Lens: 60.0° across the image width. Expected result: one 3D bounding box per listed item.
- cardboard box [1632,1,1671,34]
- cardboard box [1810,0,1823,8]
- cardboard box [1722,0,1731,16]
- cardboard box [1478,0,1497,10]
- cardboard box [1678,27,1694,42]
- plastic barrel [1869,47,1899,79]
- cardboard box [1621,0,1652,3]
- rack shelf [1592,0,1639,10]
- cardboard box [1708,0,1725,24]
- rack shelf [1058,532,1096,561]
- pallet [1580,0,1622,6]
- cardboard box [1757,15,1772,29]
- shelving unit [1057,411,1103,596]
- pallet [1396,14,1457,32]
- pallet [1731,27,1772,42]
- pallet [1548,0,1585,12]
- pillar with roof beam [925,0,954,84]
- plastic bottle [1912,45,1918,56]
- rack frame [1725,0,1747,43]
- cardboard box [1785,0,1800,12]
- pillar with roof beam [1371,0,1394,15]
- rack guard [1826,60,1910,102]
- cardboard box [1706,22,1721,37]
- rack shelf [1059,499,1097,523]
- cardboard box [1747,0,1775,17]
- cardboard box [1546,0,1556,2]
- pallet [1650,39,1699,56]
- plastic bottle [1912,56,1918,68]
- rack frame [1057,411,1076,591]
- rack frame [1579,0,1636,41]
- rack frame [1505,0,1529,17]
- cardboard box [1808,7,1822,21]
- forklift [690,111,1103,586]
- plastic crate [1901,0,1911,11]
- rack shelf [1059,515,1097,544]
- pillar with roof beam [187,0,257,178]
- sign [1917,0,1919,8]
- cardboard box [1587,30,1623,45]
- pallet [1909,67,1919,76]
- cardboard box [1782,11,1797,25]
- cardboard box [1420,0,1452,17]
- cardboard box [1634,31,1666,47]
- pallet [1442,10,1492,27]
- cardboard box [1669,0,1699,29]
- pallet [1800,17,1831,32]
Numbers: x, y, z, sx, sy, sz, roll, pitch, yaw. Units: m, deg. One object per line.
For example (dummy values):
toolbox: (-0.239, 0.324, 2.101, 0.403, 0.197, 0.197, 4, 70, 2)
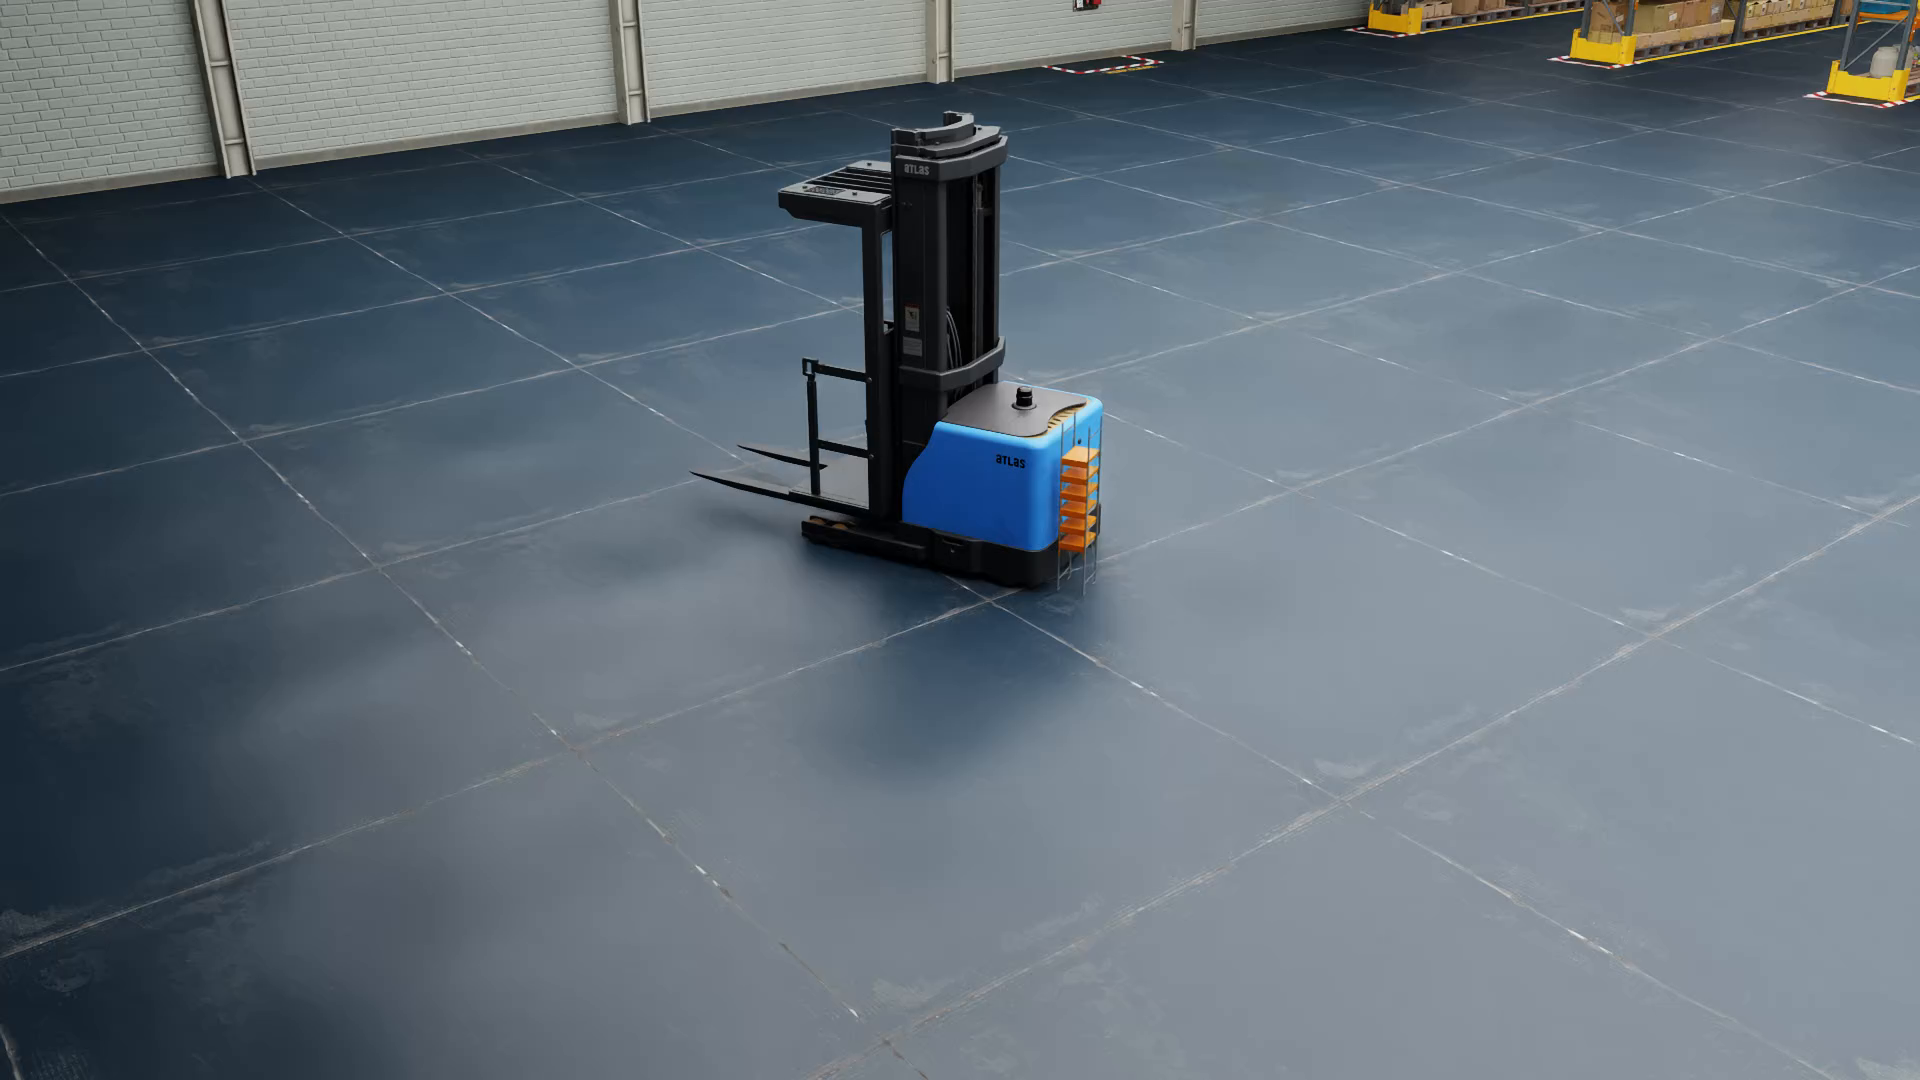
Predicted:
cardboard box: (13.088, -9.925, 31.575, 0.500, 0.500, 0.500, -18, 31, -34)
cardboard box: (17.766, -11.366, 34.906, 0.500, 0.311, 0.500, -19, 31, -35)
cardboard box: (15.426, -10.882, 33.863, 0.500, 0.311, 0.500, -18, 31, -34)
cardboard box: (11.432, -11.907, 36.417, 0.500, 0.500, 0.500, -21, 32, -38)
cardboard box: (13.877, -9.843, 32.290, 0.500, 0.250, 0.500, -18, 31, -34)
plastic barrel: (15.661, -8.062, 28.141, 0.421, 0.512, 0.421, 0, 25, 0)
cardboard box: (13.152, -10.231, 32.236, 0.500, 0.500, 0.500, -18, 31, -34)
rack shelf: (13.710, -10.638, 32.091, 4.000, 0.370, 1.077, -18, 31, -34)
cardboard box: (14.653, -10.449, 32.705, 0.500, 0.500, 0.500, -18, 31, -34)
rack shelf: (0.785, 0.026, 11.072, 0.180, 0.103, 0.258, 11, 27, 22)
pallet: (14.756, -12.696, 38.982, 1.213, 0.211, 1.003, -18, 31, -34)
cardboard box: (16.157, -10.583, 33.884, 0.500, 0.250, 0.500, -17, 30, -33)
shelving unit: (0.786, -0.232, 10.952, 0.189, 1.200, 0.258, 11, 27, 22)
pallet: (9.797, -11.039, 35.413, 1.213, 0.211, 1.003, -18, 31, -34)
pallet: (15.840, -10.424, 34.086, 1.213, 0.211, 1.003, -18, 31, -34)
pallet: (13.797, -12.381, 38.303, 1.213, 0.211, 1.003, -18, 31, -34)
pillar with roof beam: (2.307, -10.731, 24.311, 0.400, 9.000, 9.100, -18, 31, -34)
plastic bottle: (16.817, -8.560, 29.383, 0.185, 0.351, 0.144, -17, 30, -32)
rack frame: (15.284, -11.484, 33.059, 0.127, 3.000, 1.000, -18, 31, -34)
cardboard box: (16.972, -11.106, 34.346, 0.500, 0.311, 0.500, -17, 30, -33)
pillar with roof beam: (11.750, -13.849, 31.027, 0.400, 9.000, 9.100, -18, 31, -34)
rack guard: (15.221, -7.705, 27.885, 0.348, 0.500, 1.175, -18, 31, -34)
cardboard box: (14.654, -10.108, 32.861, 0.500, 0.250, 0.500, -18, 31, -34)
rack shelf: (0.786, -0.192, 10.970, 0.180, 0.103, 0.258, 11, 27, 22)
cardboard box: (16.160, -10.835, 33.761, 0.500, 0.311, 0.500, -19, 31, -35)
cardboard box: (13.169, -12.538, 37.775, 0.500, 0.500, 0.700, -19, 31, -35)
pallet: (13.672, -9.708, 32.544, 1.213, 0.211, 1.003, -18, 31, -34)
plastic bottle: (16.781, -8.412, 29.240, 0.097, 0.201, 0.097, 0, 25, 0)
rack frame: (0.703, -0.249, 10.986, 0.006, 1.200, 0.240, 11, 27, 22)
rack frame: (12.136, -10.445, 30.820, 0.127, 3.000, 1.000, -18, 31, -34)
rack frame: (12.224, -13.124, 36.593, 0.127, 3.000, 1.000, -18, 31, -34)
cardboard box: (17.765, -11.114, 35.029, 0.500, 0.250, 0.500, -19, 31, -35)
forklift: (-0.544, -1.457, 11.534, 3.031, 2.935, 1.130, 13, 28, 26)
plastic crate: (15.914, -9.132, 28.167, 0.408, 0.251, 0.499, -18, 31, -34)
rack shelf: (0.786, -0.083, 11.021, 0.180, 0.103, 0.258, 11, 27, 22)
pillar with roof beam: (-7.136, -7.614, 17.594, 0.400, 9.000, 9.100, -18, 31, -34)
sign: (15.526, -8.745, 26.829, 0.005, 0.325, 0.100, -18, 31, -34)
cardboard box: (12.376, -9.626, 31.822, 0.500, 0.250, 0.500, -18, 31, -34)
pallet: (16.823, -8.098, 29.076, 1.213, 0.211, 1.003, -18, 31, -34)
cardboard box: (16.964, -10.850, 34.460, 0.500, 0.250, 0.500, -18, 30, -33)
cardboard box: (10.125, -11.363, 35.470, 0.500, 0.311, 0.500, -15, 29, -30)
cardboard box: (13.087, -9.585, 31.735, 0.500, 0.250, 0.500, -18, 31, -34)
pallet: (10.757, -11.355, 36.092, 1.213, 0.211, 1.003, -18, 31, -34)
cardboard box: (13.877, -10.183, 32.132, 0.500, 0.500, 0.500, -18, 31, -34)
pallet: (17.760, -11.057, 35.452, 1.213, 0.211, 1.003, -18, 31, -34)
